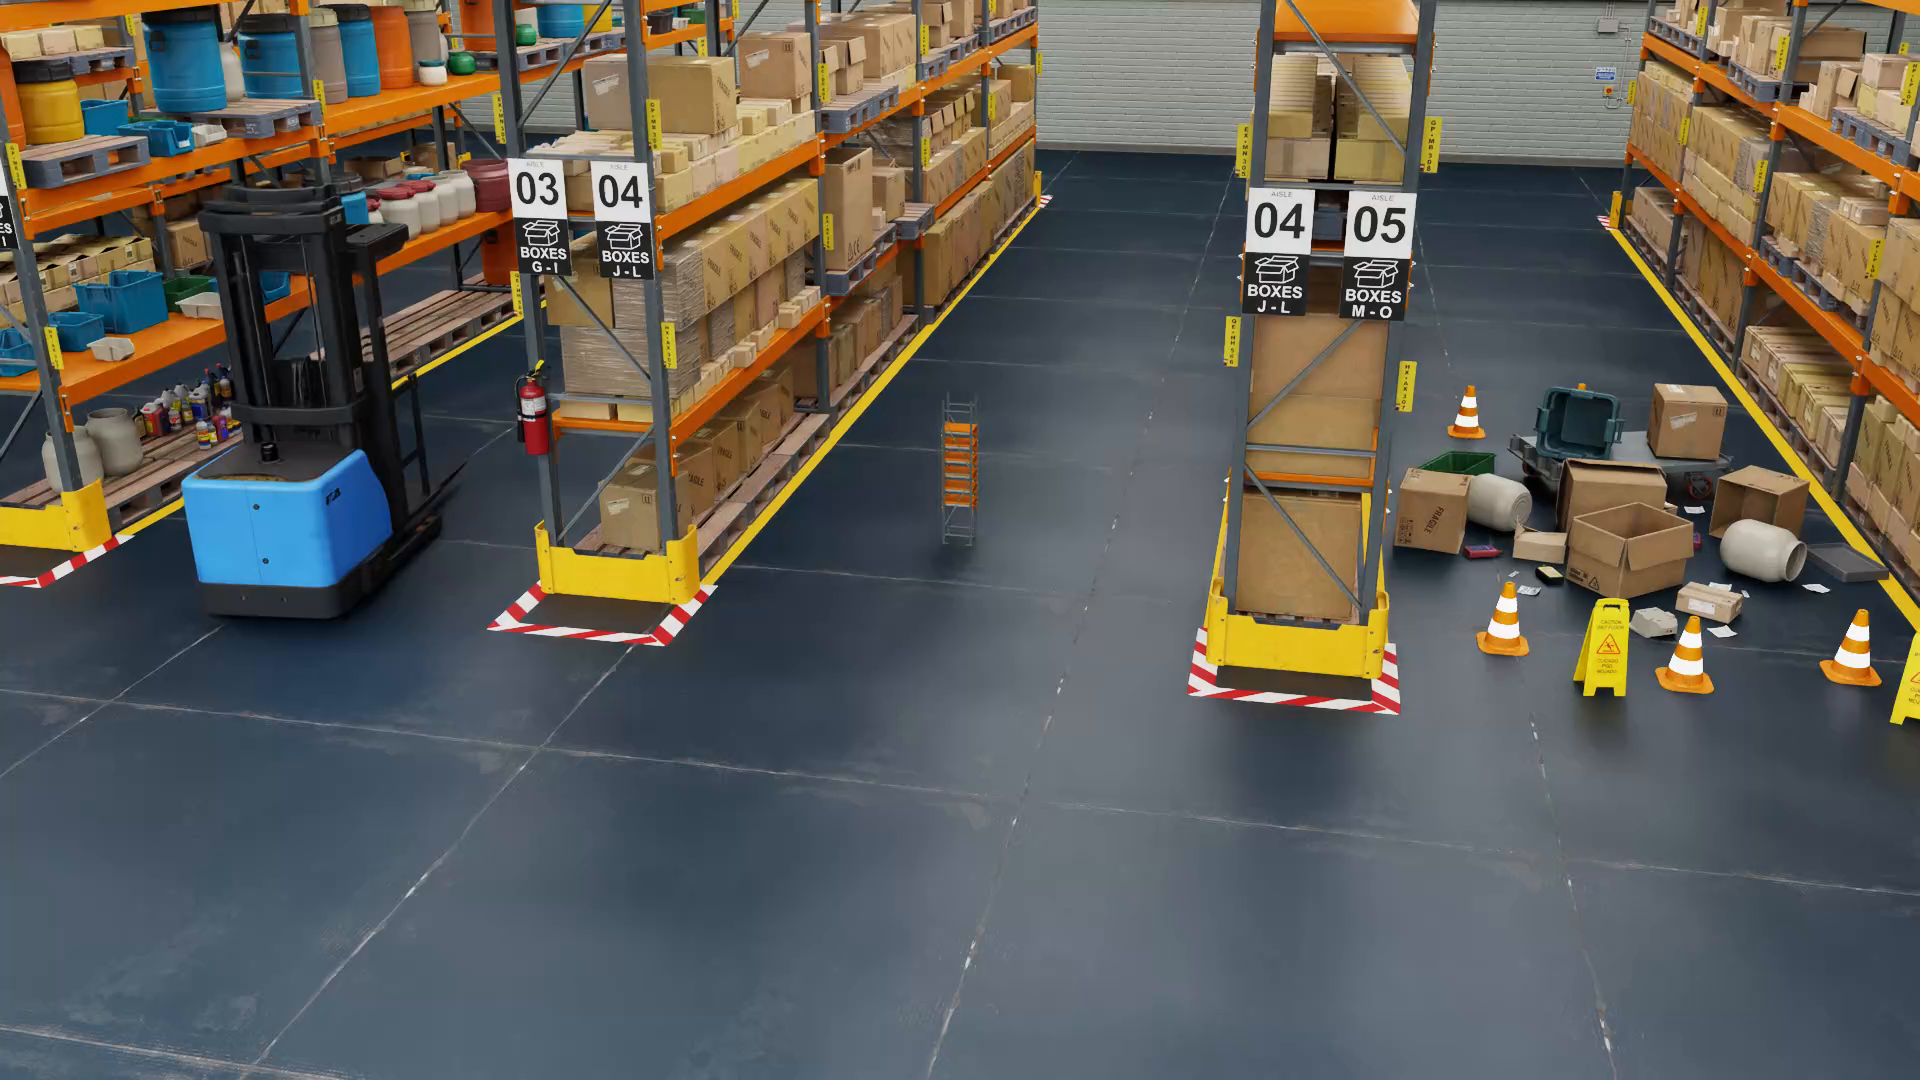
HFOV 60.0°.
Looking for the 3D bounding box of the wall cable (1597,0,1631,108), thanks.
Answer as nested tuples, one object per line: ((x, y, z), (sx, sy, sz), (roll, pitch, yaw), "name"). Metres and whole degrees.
((11.536, -8.638, 29.414), (0.585, 1.953, 0.123), (4, 22, 11), "wall cable")

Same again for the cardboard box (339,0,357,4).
((-9.364, -8.033, 24.830), (0.500, 0.250, 0.500), (4, 22, 11), "cardboard box")

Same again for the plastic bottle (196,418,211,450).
((-6.732, -0.947, 14.784), (0.097, 0.271, 0.097), (0, 22, 0), "plastic bottle")

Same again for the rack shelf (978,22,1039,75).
((0.299, -7.170, 24.119), (1.077, 0.370, 4.000), (4, 22, 11), "rack shelf")

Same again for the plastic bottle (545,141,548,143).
((-5.632, -5.278, 22.629), (0.061, 0.283, 0.133), (4, 22, 11), "plastic bottle")

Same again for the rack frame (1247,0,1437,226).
((2.277, -3.360, 9.680), (1.000, 3.000, 0.127), (4, 22, 11), "rack frame")

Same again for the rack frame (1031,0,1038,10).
((0.707, -9.626, 25.240), (1.000, 3.000, 0.127), (4, 22, 11), "rack frame")

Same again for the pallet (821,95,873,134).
((-1.512, -3.977, 15.479), (1.213, 0.211, 1.003), (4, 22, 11), "pallet")

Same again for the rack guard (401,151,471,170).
((-9.006, -6.413, 28.637), (1.175, 0.500, 0.348), (4, 22, 11), "rack guard")

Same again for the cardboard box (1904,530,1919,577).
((7.260, 0.147, 12.121), (0.500, 0.250, 0.500), (4, 22, 9), "cardboard box")

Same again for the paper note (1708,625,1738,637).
((5.388, 0.643, 11.746), (0.148, 0.019, 0.142), (-3, 22, -8), "paper note")

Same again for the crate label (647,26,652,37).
((-4.575, -7.184, 23.545), (0.293, 0.136, 0.466), (4, 22, 11), "crate label")

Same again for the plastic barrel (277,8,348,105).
((-6.566, -4.898, 16.844), (0.600, 0.901, 0.600), (0, 22, 0), "plastic barrel")

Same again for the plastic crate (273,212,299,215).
((-6.791, -3.062, 16.887), (0.402, 0.464, 0.583), (4, 22, 11), "plastic crate")

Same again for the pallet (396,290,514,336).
((-5.970, -2.721, 19.859), (1.003, 0.211, 1.213), (4, 22, 11), "pallet")

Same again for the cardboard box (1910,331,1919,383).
((7.402, -1.376, 12.254), (0.500, 0.500, 0.500), (4, 22, 10), "cardboard box")

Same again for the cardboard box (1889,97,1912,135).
((7.937, -3.441, 13.535), (0.500, 0.250, 0.500), (4, 22, 10), "cardboard box")

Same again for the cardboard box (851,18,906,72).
((-0.872, -5.206, 17.476), (0.500, 0.500, 0.500), (4, 22, 11), "cardboard box")

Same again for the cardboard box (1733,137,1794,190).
((8.722, -4.070, 18.002), (0.500, 0.500, 0.500), (5, 22, 12), "cardboard box")

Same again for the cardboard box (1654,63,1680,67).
((10.081, -6.689, 23.637), (0.380, 0.149, 0.250), (5, 22, 12), "cardboard box")

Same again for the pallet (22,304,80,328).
((-11.080, -2.638, 19.651), (1.003, 0.211, 1.213), (4, 22, 11), "pallet")

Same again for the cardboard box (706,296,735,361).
((-2.290, -1.747, 13.174), (0.875, 0.500, 0.500), (4, 22, 11), "cardboard box")

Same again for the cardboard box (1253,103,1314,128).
((2.066, -2.703, 10.638), (0.380, 0.149, 0.250), (5, 22, 11), "cardboard box")

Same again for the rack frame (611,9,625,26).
((-4.958, -8.541, 22.545), (1.000, 3.000, 0.127), (4, 22, 11), "rack frame")

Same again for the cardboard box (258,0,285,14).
((-9.981, -7.637, 23.488), (0.600, 0.600, 0.600), (2, 22, 6), "cardboard box")

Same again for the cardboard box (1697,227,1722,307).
((9.367, -3.271, 19.772), (0.875, 0.875, 0.875), (5, 22, 12), "cardboard box")

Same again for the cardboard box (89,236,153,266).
((-10.488, -3.643, 20.783), (0.500, 0.311, 0.500), (5, 22, 12), "cardboard box")

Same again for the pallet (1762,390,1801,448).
((8.364, -1.138, 15.928), (1.003, 0.211, 1.213), (4, 22, 11), "pallet")

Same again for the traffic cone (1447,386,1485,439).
((4.845, -1.238, 15.839), (0.336, 0.463, 0.334), (4, 22, 11), "traffic cone")

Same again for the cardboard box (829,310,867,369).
((-1.366, -2.100, 17.340), (0.700, 0.500, 0.500), (3, 22, 6), "cardboard box")

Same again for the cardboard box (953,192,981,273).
((-0.402, -4.027, 21.651), (1.225, 0.875, 0.875), (4, 22, 9), "cardboard box")

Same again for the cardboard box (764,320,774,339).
((-1.801, -1.784, 14.134), (0.380, 0.149, 0.250), (4, 22, 11), "cardboard box")

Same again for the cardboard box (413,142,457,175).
((-8.860, -6.427, 28.084), (0.500, 0.500, 0.500), (4, 22, 11), "cardboard box")

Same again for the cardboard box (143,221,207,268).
((-10.250, -3.864, 21.719), (0.500, 0.500, 0.500), (5, 23, 13), "cardboard box")

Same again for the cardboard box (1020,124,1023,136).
((0.750, -6.198, 25.095), (0.380, 0.149, 0.250), (4, 22, 10), "cardboard box")

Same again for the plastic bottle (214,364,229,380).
((-7.161, -1.544, 16.160), (0.144, 0.351, 0.185), (5, 22, 12), "plastic bottle")

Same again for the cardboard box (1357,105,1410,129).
((2.709, -2.652, 10.512), (0.380, 0.149, 0.250), (5, 22, 11), "cardboard box")

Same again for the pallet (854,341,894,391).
((-1.338, -1.894, 17.803), (1.003, 0.211, 1.213), (4, 22, 11), "pallet")

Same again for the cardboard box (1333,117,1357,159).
((2.729, -2.621, 10.967), (0.500, 0.250, 0.500), (4, 22, 10), "cardboard box")

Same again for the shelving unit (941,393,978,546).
((-0.003, -0.551, 13.147), (0.258, 1.200, 0.189), (4, 22, 11), "shelving unit")

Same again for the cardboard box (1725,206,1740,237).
((8.714, -3.485, 18.224), (0.500, 0.250, 0.500), (5, 22, 12), "cardboard box")

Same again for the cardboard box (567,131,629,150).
((-2.662, -2.912, 12.252), (0.380, 0.149, 0.250), (5, 22, 11), "cardboard box")

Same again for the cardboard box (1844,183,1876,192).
((8.861, -3.164, 16.131), (0.500, 0.500, 0.500), (4, 22, 10), "cardboard box")

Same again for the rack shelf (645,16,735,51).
((-4.550, -7.547, 25.056), (1.077, 0.370, 4.000), (4, 22, 11), "rack shelf")

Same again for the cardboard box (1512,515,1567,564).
((4.546, -0.003, 13.035), (0.396, 0.266, 0.258), (8, 23, 20), "cardboard box")

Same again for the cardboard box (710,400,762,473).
((-2.022, -0.904, 14.397), (0.500, 0.500, 0.500), (2, 22, 6), "cardboard box")

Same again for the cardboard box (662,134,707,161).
((-2.072, -2.865, 12.135), (0.380, 0.149, 0.250), (5, 23, 13), "cardboard box")

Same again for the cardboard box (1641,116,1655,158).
((9.832, -5.609, 23.162), (0.500, 0.500, 0.500), (4, 22, 11), "cardboard box")

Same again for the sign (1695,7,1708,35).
((9.049, -6.335, 20.285), (0.100, 0.325, 0.005), (4, 22, 11), "sign")

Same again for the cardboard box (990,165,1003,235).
((0.104, -4.825, 23.631), (0.875, 0.875, 0.875), (4, 22, 11), "cardboard box")

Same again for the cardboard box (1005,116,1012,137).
((0.449, -5.972, 24.000), (0.500, 0.250, 0.500), (5, 22, 12), "cardboard box")

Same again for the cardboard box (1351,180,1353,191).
((2.712, -2.287, 10.673), (0.380, 0.149, 0.250), (5, 22, 11), "cardboard box")

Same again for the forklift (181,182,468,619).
((-4.789, -1.311, 12.716), (1.130, 2.935, 3.031), (2, 22, 5), "forklift")

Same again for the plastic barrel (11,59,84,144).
((-7.298, -3.470, 13.155), (0.600, 0.588, 0.600), (0, 22, 0), "plastic barrel")

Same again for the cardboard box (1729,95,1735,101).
((9.947, -5.627, 21.000), (0.380, 0.149, 0.250), (5, 22, 12), "cardboard box")

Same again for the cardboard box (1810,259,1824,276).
((8.150, -2.548, 15.471), (0.380, 0.149, 0.250), (5, 23, 13), "cardboard box")
